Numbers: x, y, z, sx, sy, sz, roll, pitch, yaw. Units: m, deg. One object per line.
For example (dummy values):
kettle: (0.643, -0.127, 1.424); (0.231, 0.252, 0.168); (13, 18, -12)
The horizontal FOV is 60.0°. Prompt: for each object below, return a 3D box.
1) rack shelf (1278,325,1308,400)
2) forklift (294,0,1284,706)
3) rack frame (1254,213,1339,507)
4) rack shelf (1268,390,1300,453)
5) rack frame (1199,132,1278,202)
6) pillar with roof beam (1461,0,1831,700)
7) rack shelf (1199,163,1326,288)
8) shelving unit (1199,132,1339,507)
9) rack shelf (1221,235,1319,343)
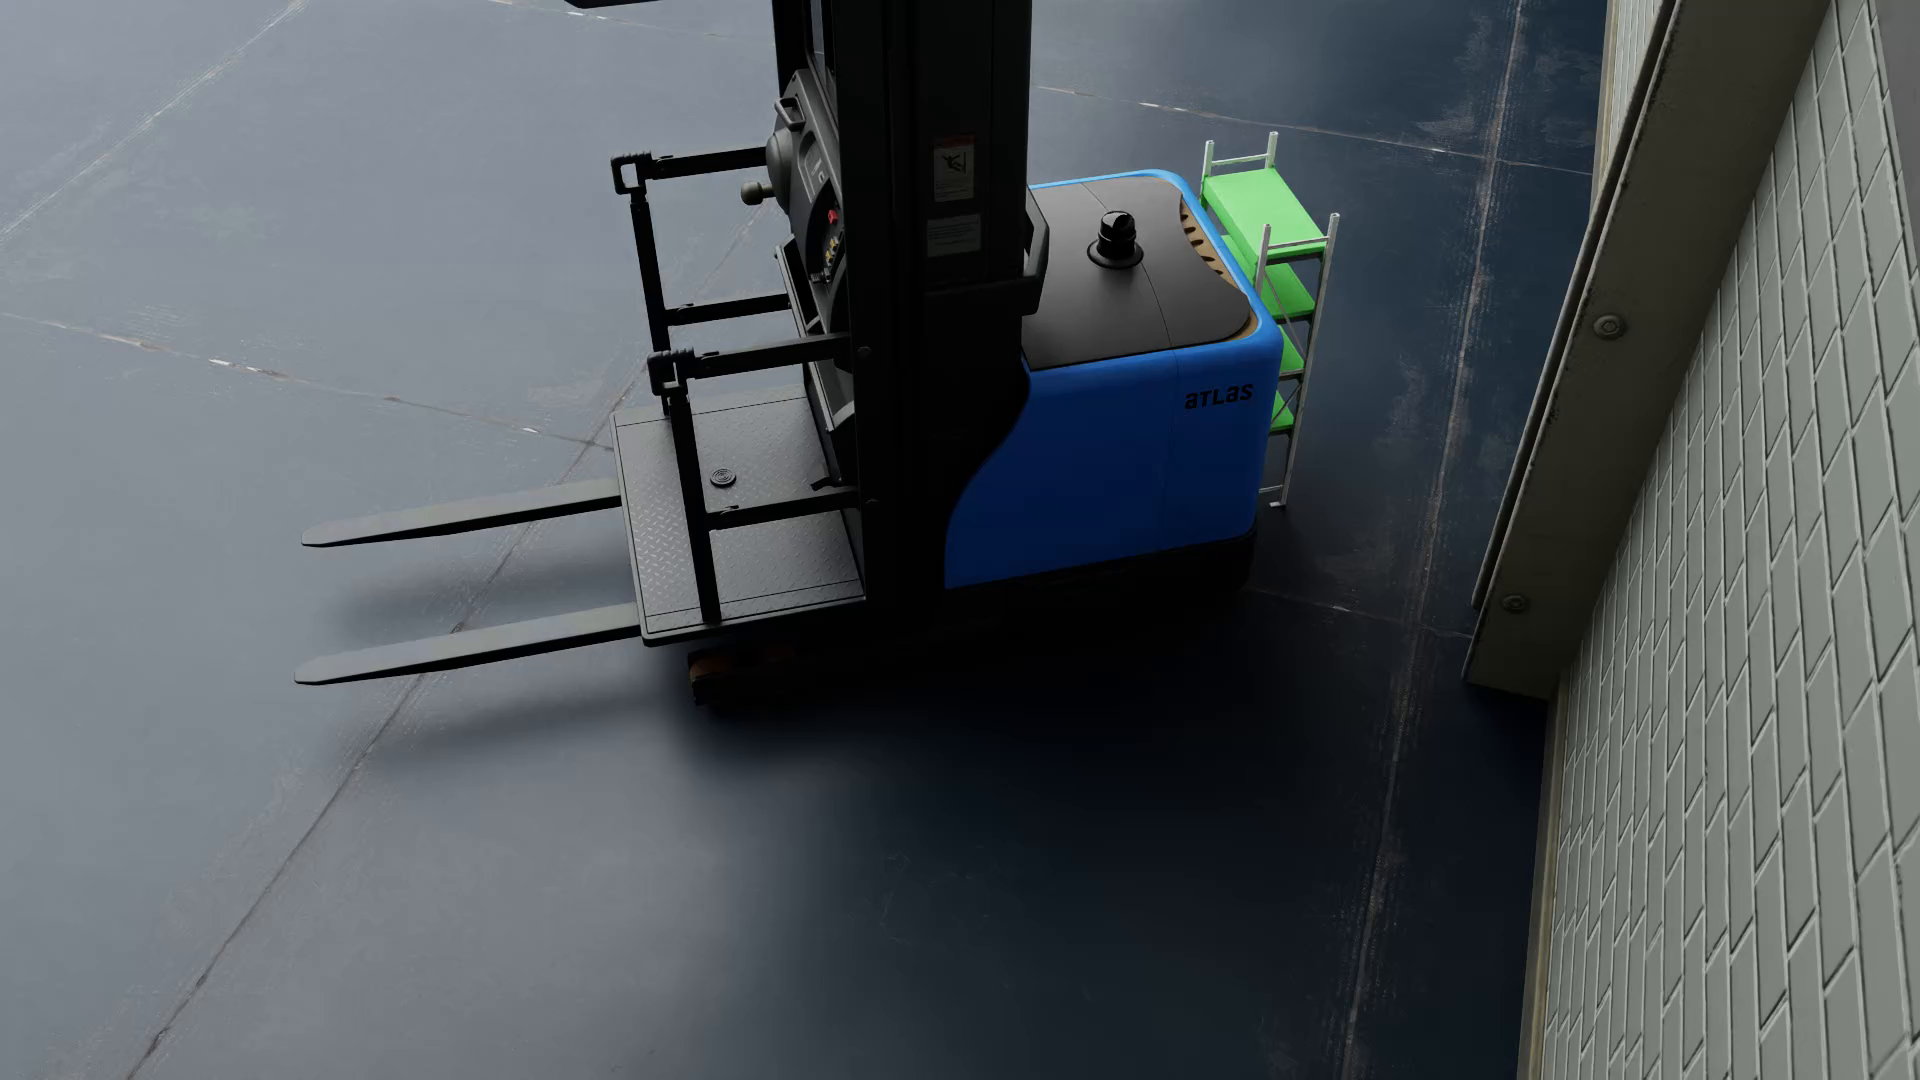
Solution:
rack shelf: (0.971, -0.657, 5.655); (0.258, 0.148, 0.480); (-10, 45, -10)
forklift: (-0.610, -0.942, 4.617); (3.031, 2.935, 1.130); (-10, 45, -10)
rack frame: (1.032, -0.537, 5.441); (0.240, 1.200, 0.015); (-10, 45, -10)
rack shelf: (0.971, -0.485, 5.823); (0.258, 0.148, 0.480); (-10, 45, -10)
rack frame: (0.910, -0.868, 5.779); (0.240, 1.200, 0.015); (-10, 45, -10)
pillar with roof beam: (-2.300, -3.781, 3.180); (9.100, 9.000, 0.400); (13, 46, 13)
rack shelf: (0.971, -1.000, 5.319); (0.258, 0.148, 0.480); (-10, 45, -10)
shelving unit: (0.971, -0.703, 5.610); (0.258, 1.200, 0.503); (-10, 45, -10)
rack shelf: (0.971, -0.828, 5.487); (0.258, 0.148, 0.480); (-10, 45, -10)
